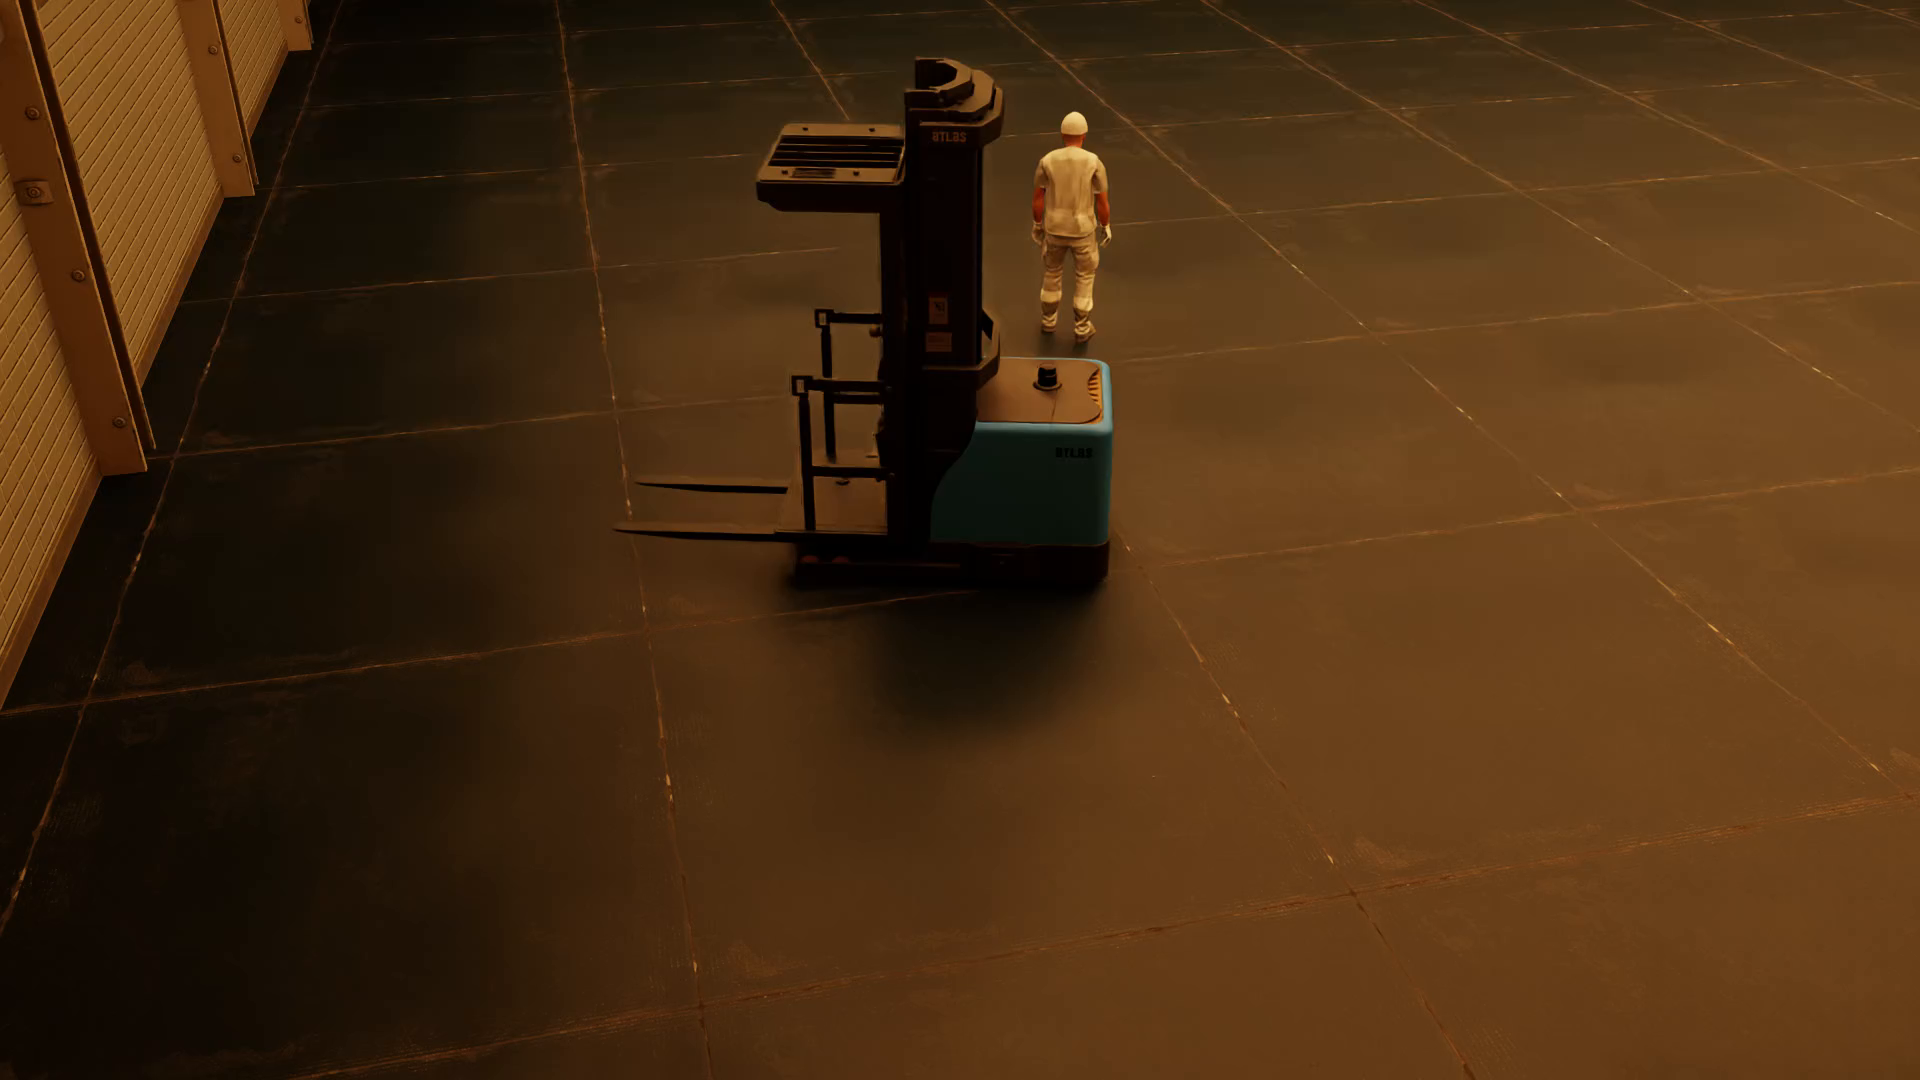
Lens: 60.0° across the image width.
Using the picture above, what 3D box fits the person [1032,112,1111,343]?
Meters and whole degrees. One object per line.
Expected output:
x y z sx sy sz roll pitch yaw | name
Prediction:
0.875 -2.427 12.936 0.612 1.789 0.458 8 31 14 | person

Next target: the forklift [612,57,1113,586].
-0.598 -1.265 9.760 3.031 2.935 1.130 2 30 3 | forklift
